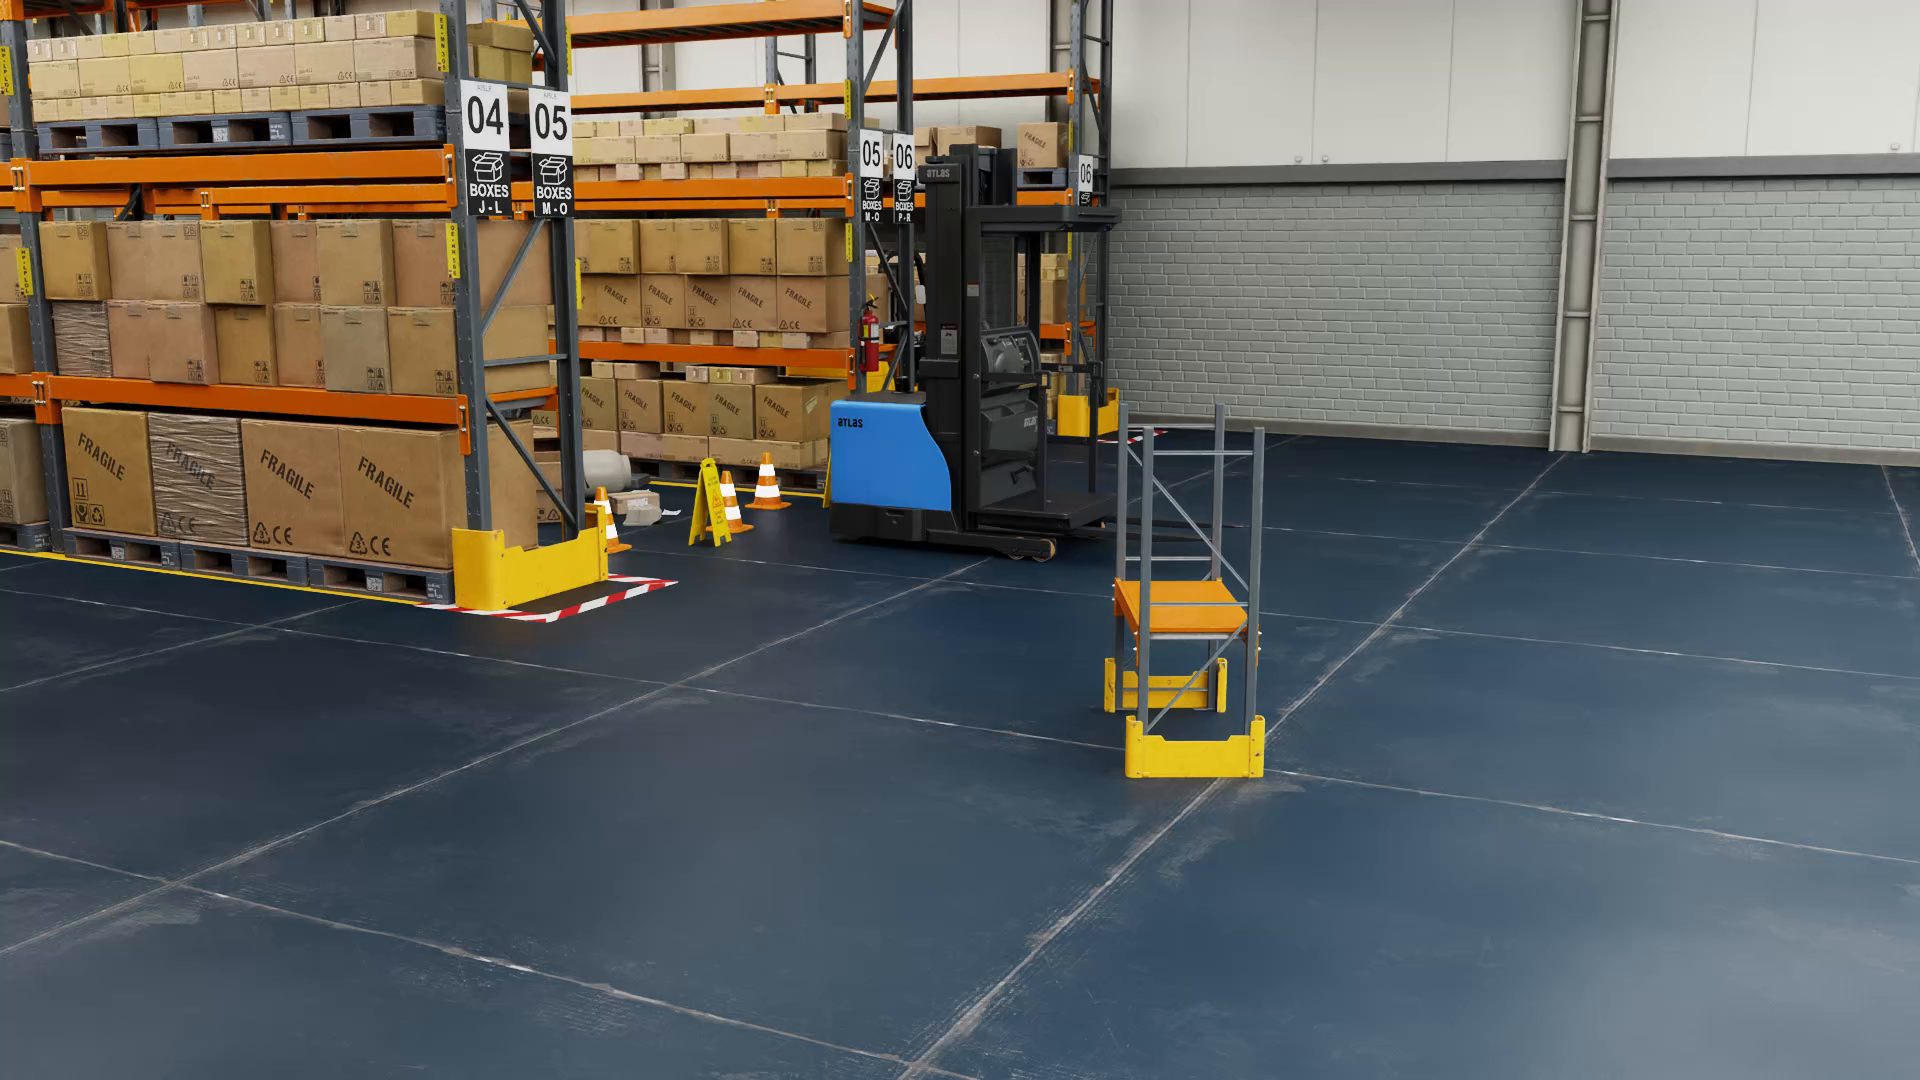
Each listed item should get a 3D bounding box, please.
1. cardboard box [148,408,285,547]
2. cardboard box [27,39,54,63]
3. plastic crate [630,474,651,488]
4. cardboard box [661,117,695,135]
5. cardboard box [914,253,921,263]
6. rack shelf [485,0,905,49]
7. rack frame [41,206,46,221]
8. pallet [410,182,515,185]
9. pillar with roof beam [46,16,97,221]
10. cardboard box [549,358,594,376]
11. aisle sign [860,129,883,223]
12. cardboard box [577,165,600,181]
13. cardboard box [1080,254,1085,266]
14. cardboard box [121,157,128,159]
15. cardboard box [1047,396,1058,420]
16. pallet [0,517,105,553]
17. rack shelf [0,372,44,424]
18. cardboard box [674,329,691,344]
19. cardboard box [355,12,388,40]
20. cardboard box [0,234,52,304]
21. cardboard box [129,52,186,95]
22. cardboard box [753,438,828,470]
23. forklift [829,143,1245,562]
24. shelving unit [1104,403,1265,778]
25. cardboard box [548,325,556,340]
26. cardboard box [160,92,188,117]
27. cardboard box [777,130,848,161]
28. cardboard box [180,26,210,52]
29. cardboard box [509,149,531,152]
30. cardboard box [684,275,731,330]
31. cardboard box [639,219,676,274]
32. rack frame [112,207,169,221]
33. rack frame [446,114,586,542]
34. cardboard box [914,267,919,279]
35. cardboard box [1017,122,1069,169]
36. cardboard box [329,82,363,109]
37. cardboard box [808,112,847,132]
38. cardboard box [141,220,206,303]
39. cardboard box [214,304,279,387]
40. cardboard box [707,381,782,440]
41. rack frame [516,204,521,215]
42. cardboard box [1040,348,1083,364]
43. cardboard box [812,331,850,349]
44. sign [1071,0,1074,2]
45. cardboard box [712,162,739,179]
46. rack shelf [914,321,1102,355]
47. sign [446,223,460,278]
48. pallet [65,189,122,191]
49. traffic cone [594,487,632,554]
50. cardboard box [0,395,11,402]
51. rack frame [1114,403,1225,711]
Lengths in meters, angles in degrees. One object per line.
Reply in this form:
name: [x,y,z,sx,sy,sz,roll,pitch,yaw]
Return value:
cardboard box: [-5.041,-0.485,11.775,0.875,0.875,0.875,5,11,26]
cardboard box: [-6.208,-3.373,11.527,0.250,0.149,0.380,5,11,26]
plastic crate: [-3.239,-0.562,15.612,0.583,0.080,0.402,1,10,6]
cardboard box: [-2.521,-3.778,15.227,0.250,0.149,0.380,5,12,27]
cardboard box: [-0.515,-3.383,20.064,0.250,0.149,0.380,5,11,26]
rack shelf: [-2.491,-4.692,15.419,4.000,0.370,1.077,5,11,26]
rack frame: [-11.459,-2.884,20.243,0.127,3.000,1.000,5,11,26]
pallet: [-4.791,-3.703,16.872,1.003,0.211,1.213,5,11,26]
pillar with roof beam: [-16.777,-6.613,24.002,0.548,9.000,9.100,5,11,26]
cardboard box: [-3.789,-1.686,16.240,0.250,0.149,0.380,5,11,27]
aisle sign: [-0.770,-3.166,14.504,0.004,0.787,0.394,5,11,26]
cardboard box: [-3.425,-3.485,15.845,0.250,0.149,0.380,5,12,28]
cardboard box: [1.289,-3.307,19.641,0.250,0.149,0.380,5,11,25]
cardboard box: [-8.844,-4.348,18.451,0.500,0.500,0.700,4,11,23]
cardboard box: [0.934,-1.572,19.533,0.500,0.250,0.500,5,11,26]
pallet: [-7.109,-0.132,12.865,1.213,0.211,1.003,5,11,26]
rack shelf: [-8.178,-1.259,13.282,4.000,0.370,1.077,5,11,26]
cardboard box: [-2.490,-1.934,15.697,0.250,0.149,0.380,5,11,26]
cardboard box: [-3.473,-3.133,10.201,0.250,0.149,0.380,5,11,26]
cardboard box: [-6.832,-2.034,12.461,0.500,0.500,0.700,5,11,25]
cardboard box: [-5.164,-3.097,11.123,0.500,0.250,0.500,5,11,25]
cardboard box: [-1.563,-0.815,15.350,0.500,0.250,0.500,5,11,26]
forklift: [0.560,-1.393,12.199,3.031,2.935,1.130,5,11,26]
shelving unit: [1.004,0.182,7.512,0.587,1.500,1.083,0,10,0]
cardboard box: [-3.895,-2.042,16.298,0.250,0.149,0.380,5,12,27]
cardboard box: [-5.065,-2.880,11.045,0.250,0.149,0.380,5,11,26]
cardboard box: [-1.276,-3.484,14.723,0.500,0.250,0.500,5,11,25]
cardboard box: [-4.844,-3.253,10.865,0.250,0.149,0.380,5,11,26]
cardboard box: [-4.011,-3.724,16.046,0.500,0.250,0.500,5,11,25]
cardboard box: [-2.200,-2.213,15.419,0.500,0.500,0.500,5,11,26]
cardboard box: [-2.591,-2.758,15.621,0.500,0.500,0.700,5,11,25]
rack frame: [-12.853,-3.992,26.366,0.127,3.000,1.000,5,11,26]
rack frame: [-2.797,-1.140,10.606,0.127,3.000,1.000,5,11,26]
cardboard box: [-0.544,-3.223,20.013,0.250,0.149,0.380,5,11,25]
cardboard box: [0.991,-4.508,19.055,0.500,0.500,0.500,5,12,28]
cardboard box: [-3.701,-2.760,10.382,0.250,0.149,0.380,5,11,27]
cardboard box: [-1.131,-3.663,14.589,0.250,0.149,0.380,5,11,26]
cardboard box: [-5.100,-1.936,11.554,0.550,0.550,0.875,5,11,26]
cardboard box: [-4.593,-1.375,11.483,0.500,0.550,0.875,5,11,26]
cardboard box: [-2.001,-1.223,15.502,0.500,0.500,0.500,6,12,28]
rack frame: [-5.679,-3.362,22.883,0.127,3.000,1.000,5,11,26]
cardboard box: [1.148,-2.145,19.895,0.500,0.250,0.500,5,11,25]
cardboard box: [-1.127,-1.810,15.014,0.250,0.149,0.380,5,12,28]
sign: [1.243,-6.097,18.303,0.005,0.325,0.100,5,11,26]
cardboard box: [-2.044,-3.358,15.143,0.250,0.149,0.380,5,11,25]
rack shelf: [-0.298,-2.535,20.335,4.000,0.370,1.077,5,11,26]
sign: [-3.050,-1.741,10.009,0.005,0.325,0.100,5,11,26]
pallet: [-9.477,-4.082,18.969,1.213,0.211,1.003,6,12,28]
traffic cone: [-2.645,-0.160,12.316,0.334,0.463,0.336,5,11,26]
cardboard box: [-11.974,-1.897,20.802,0.875,0.438,0.875,5,11,25]
rack frame: [1.002,0.093,8.004,0.500,1.500,0.032,0,10,0]
